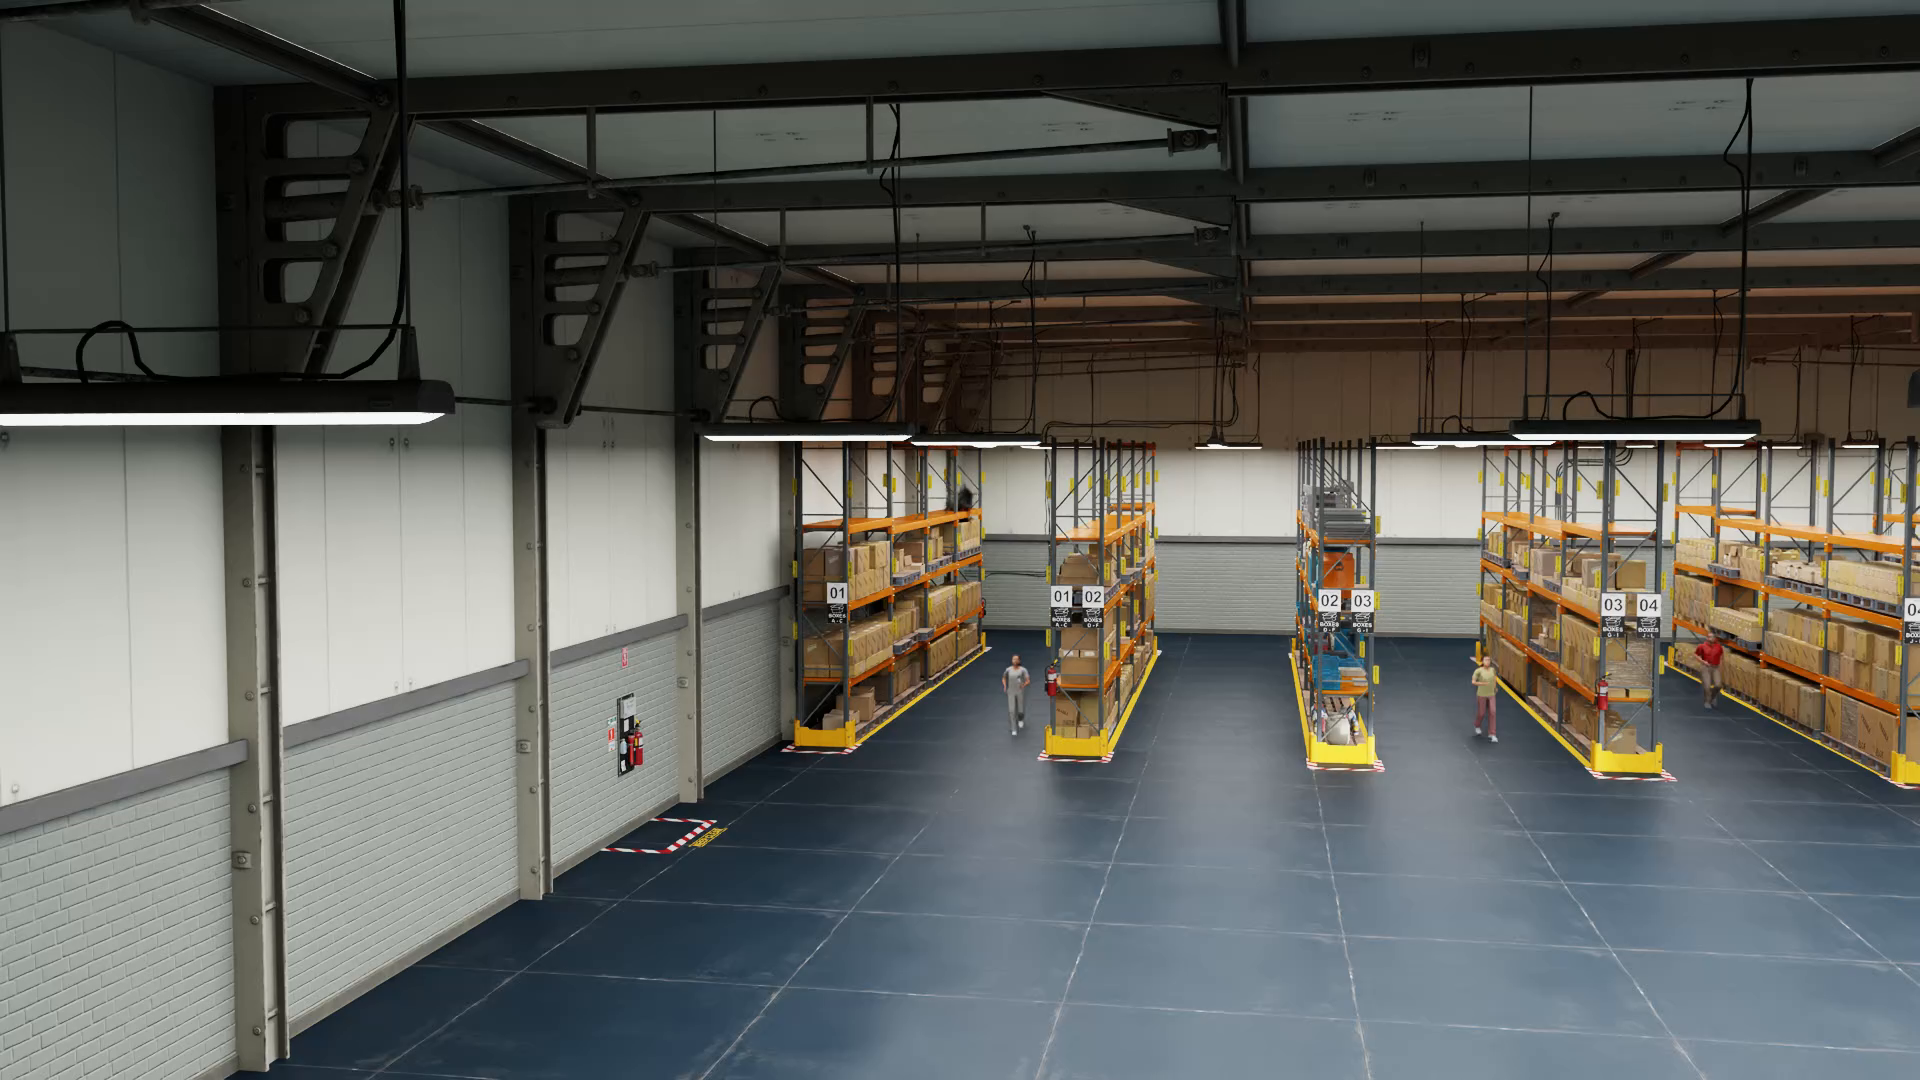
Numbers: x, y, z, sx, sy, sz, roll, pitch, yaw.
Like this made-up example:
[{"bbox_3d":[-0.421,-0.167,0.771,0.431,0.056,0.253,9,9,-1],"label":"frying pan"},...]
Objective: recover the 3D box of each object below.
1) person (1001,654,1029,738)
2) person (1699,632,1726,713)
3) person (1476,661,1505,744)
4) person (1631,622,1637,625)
[{"bbox_3d":[1.090,3.129,33.337,0.546,1.678,0.642,0,3,6],"label":"person"},{"bbox_3d":[16.700,2.915,36.858,0.647,1.772,0.866,0,3,7],"label":"person"},{"bbox_3d":[10.473,3.181,32.772,0.581,1.626,0.565,0,3,-5],"label":"person"},{"bbox_3d":[17.893,2.488,45.085,0.880,1.693,0.639,2,4,34],"label":"person"}]
